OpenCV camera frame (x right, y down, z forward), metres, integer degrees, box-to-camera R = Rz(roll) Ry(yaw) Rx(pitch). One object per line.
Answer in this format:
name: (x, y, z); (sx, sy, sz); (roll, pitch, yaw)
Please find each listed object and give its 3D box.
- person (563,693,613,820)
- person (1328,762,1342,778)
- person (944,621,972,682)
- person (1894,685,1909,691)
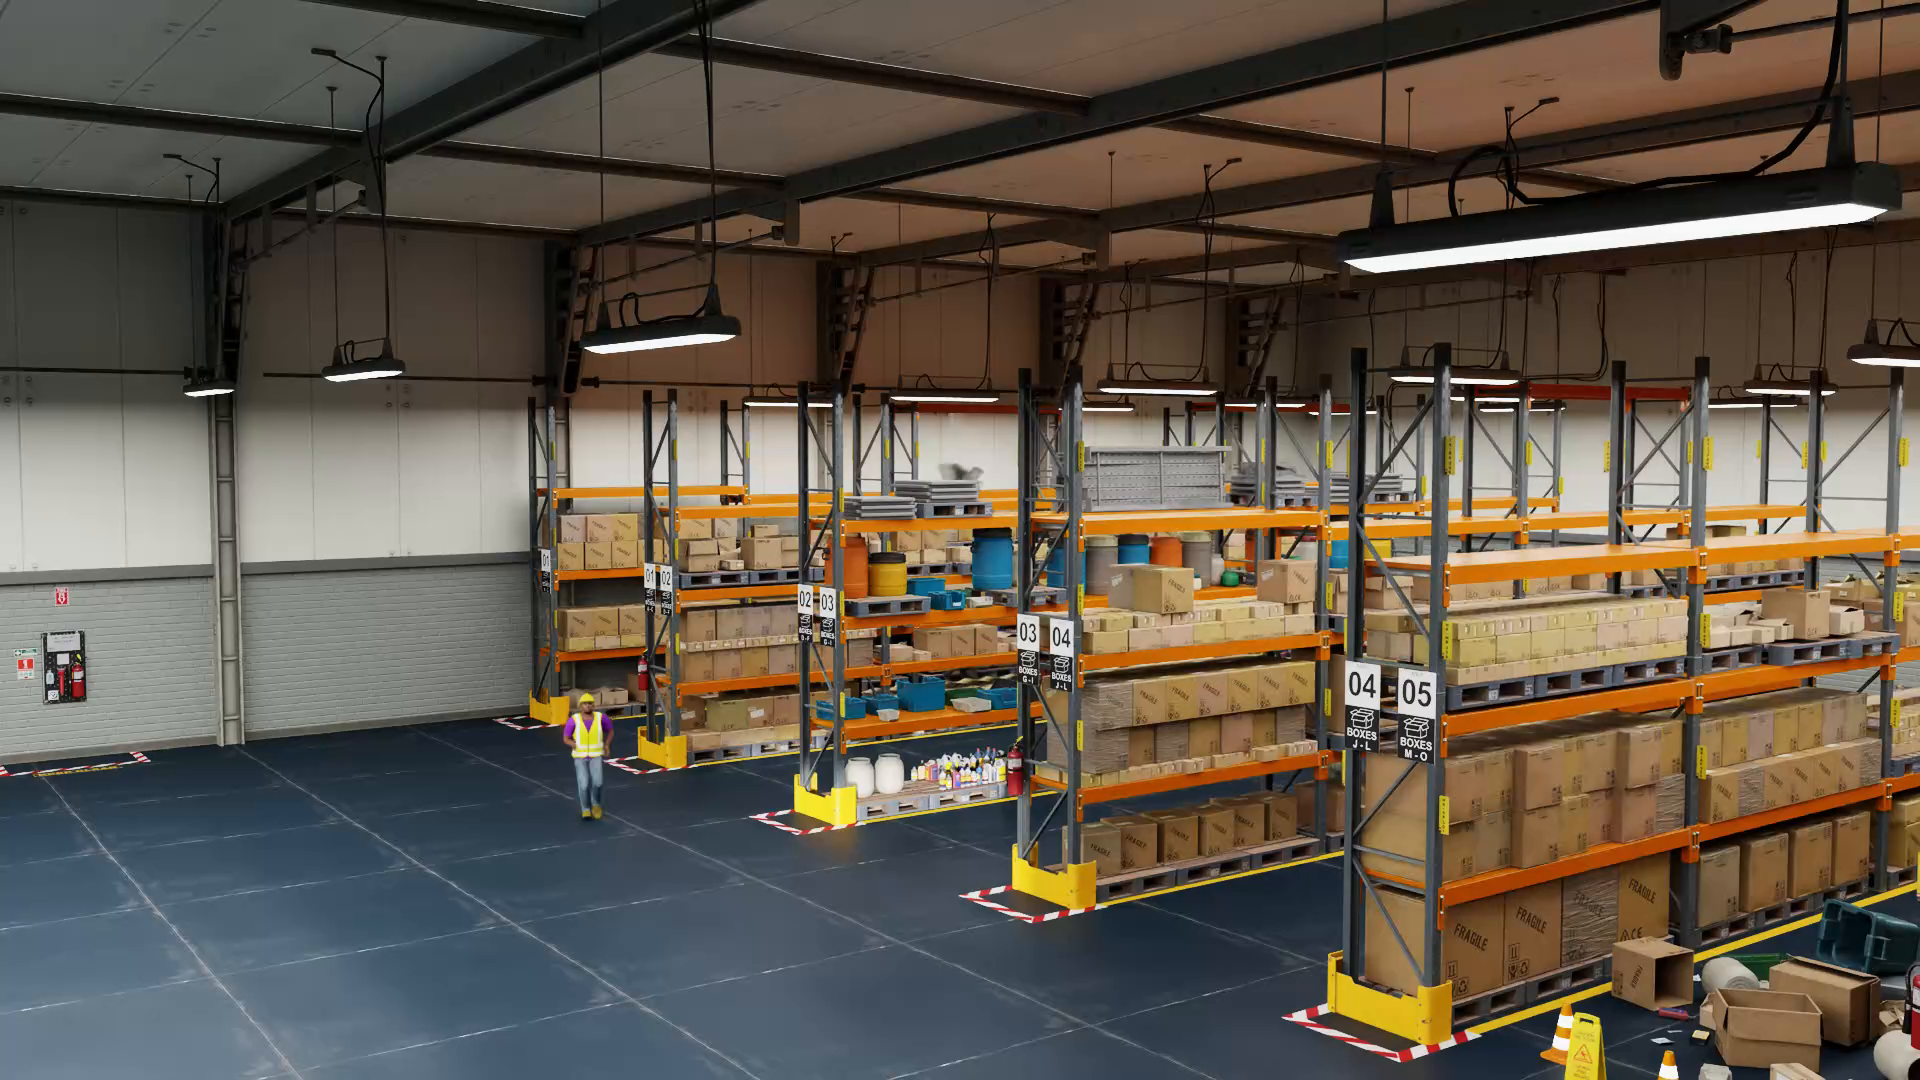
person: (-5.045, 2.956, 22.602); (0.669, 1.744, 0.645); (-1, 3, -13)
person: (5.469, 2.873, 24.051); (0.584, 1.732, 0.660); (-3, 4, -37)
person: (-0.027, 2.374, 33.071); (0.835, 1.699, 0.557); (-3, 4, -41)
person: (13.601, 2.916, 24.045); (0.530, 1.668, 0.643); (-2, 4, -30)
